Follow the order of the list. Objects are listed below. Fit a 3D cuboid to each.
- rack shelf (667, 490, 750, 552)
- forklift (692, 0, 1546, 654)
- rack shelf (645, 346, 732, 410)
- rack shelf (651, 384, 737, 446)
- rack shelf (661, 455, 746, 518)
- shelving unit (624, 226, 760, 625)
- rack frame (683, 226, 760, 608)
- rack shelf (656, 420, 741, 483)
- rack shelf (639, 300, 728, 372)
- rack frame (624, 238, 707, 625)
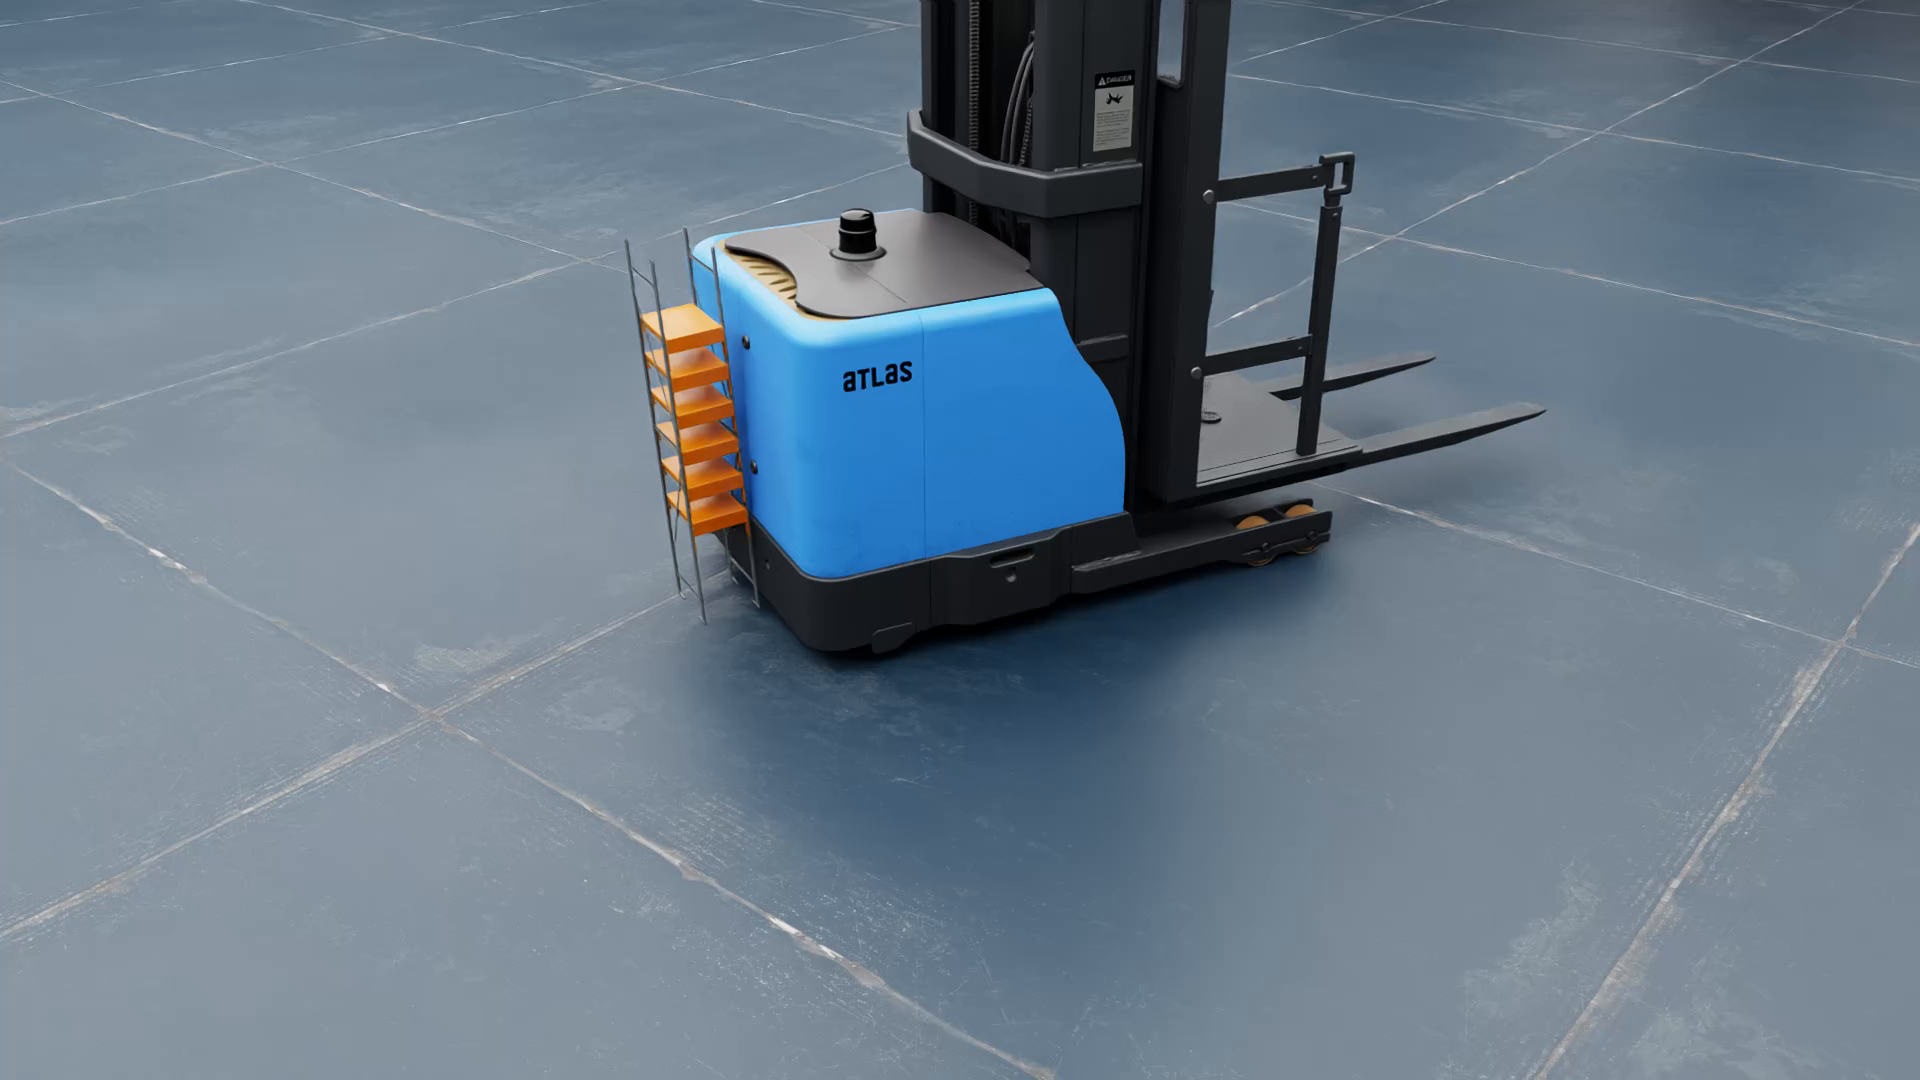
[{"bbox_3d":[-0.793,-0.081,5.210,0.180,0.103,0.258,-17,32,-24],"label":"rack shelf"},{"bbox_3d":[0.690,-1.416,5.297,3.031,2.935,1.130,-13,30,-24],"label":"forklift"},{"bbox_3d":[-0.817,-0.501,4.977,0.180,0.103,0.258,-17,32,-24],"label":"rack shelf"},{"bbox_3d":[-0.811,-0.396,5.035,0.180,0.103,0.258,-17,32,-24],"label":"rack shelf"},{"bbox_3d":[-0.799,-0.186,5.151,0.180,0.103,0.258,-17,32,-24],"label":"rack shelf"},{"bbox_3d":[-0.808,-0.330,5.072,0.189,1.200,0.258,-17,32,-24],"label":"shelving unit"},{"bbox_3d":[-0.728,-0.355,5.109,0.006,1.200,0.240,-17,32,-24],"label":"rack frame"},{"bbox_3d":[-0.805,-0.291,5.093,0.180,0.103,0.258,-17,32,-24],"label":"rack shelf"},{"bbox_3d":[-0.823,-0.606,4.919,0.180,0.103,0.258,-17,32,-24],"label":"rack shelf"},{"bbox_3d":[-0.887,-0.305,5.035,0.006,1.200,0.240,-17,32,-24],"label":"rack frame"}]
